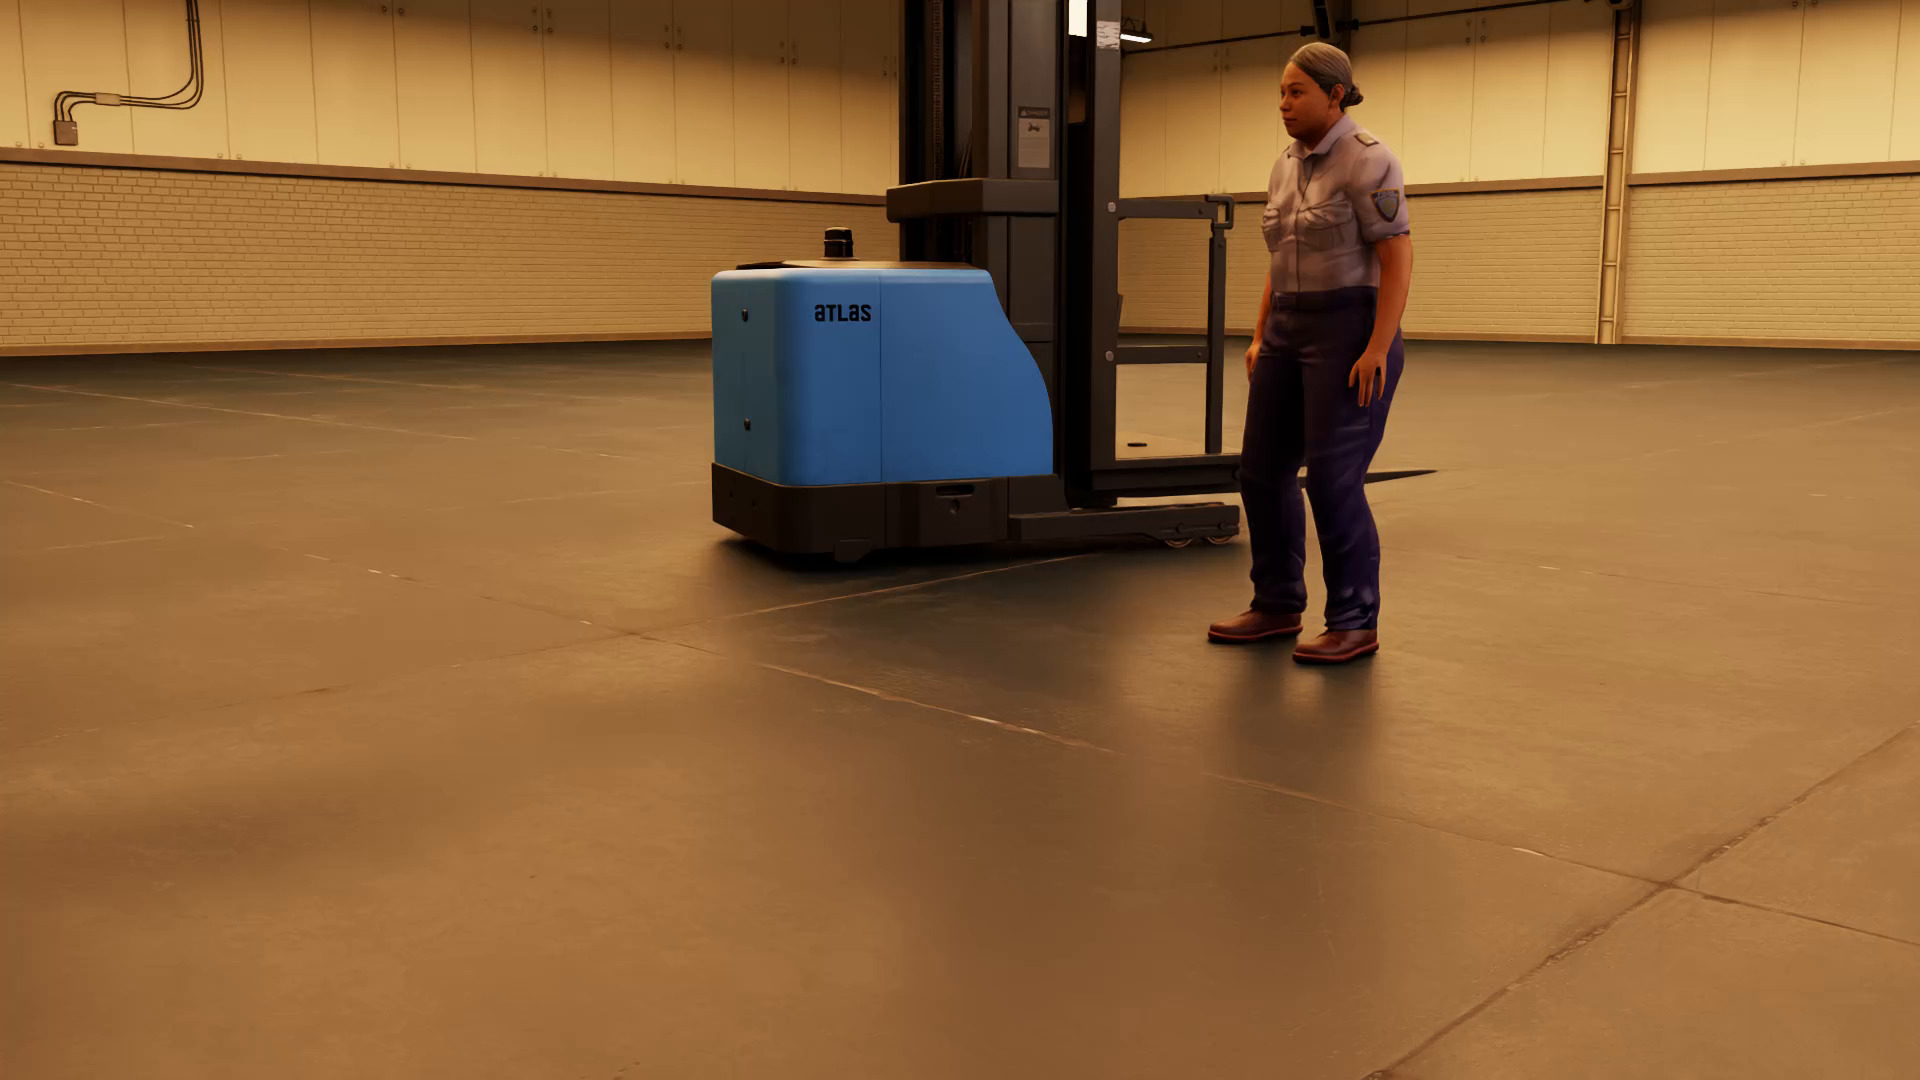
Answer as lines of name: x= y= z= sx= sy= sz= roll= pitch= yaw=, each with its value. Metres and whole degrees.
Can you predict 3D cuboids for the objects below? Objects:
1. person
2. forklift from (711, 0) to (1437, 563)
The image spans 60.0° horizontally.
person: x=0.986 y=-0.510 z=4.576 sx=0.387 sy=1.650 sz=0.551 roll=-5 pitch=10 yaw=-28
forklift: x=0.559 y=-1.486 z=6.742 sx=3.031 sy=2.935 sz=1.130 roll=-4 pitch=9 yaw=-23
